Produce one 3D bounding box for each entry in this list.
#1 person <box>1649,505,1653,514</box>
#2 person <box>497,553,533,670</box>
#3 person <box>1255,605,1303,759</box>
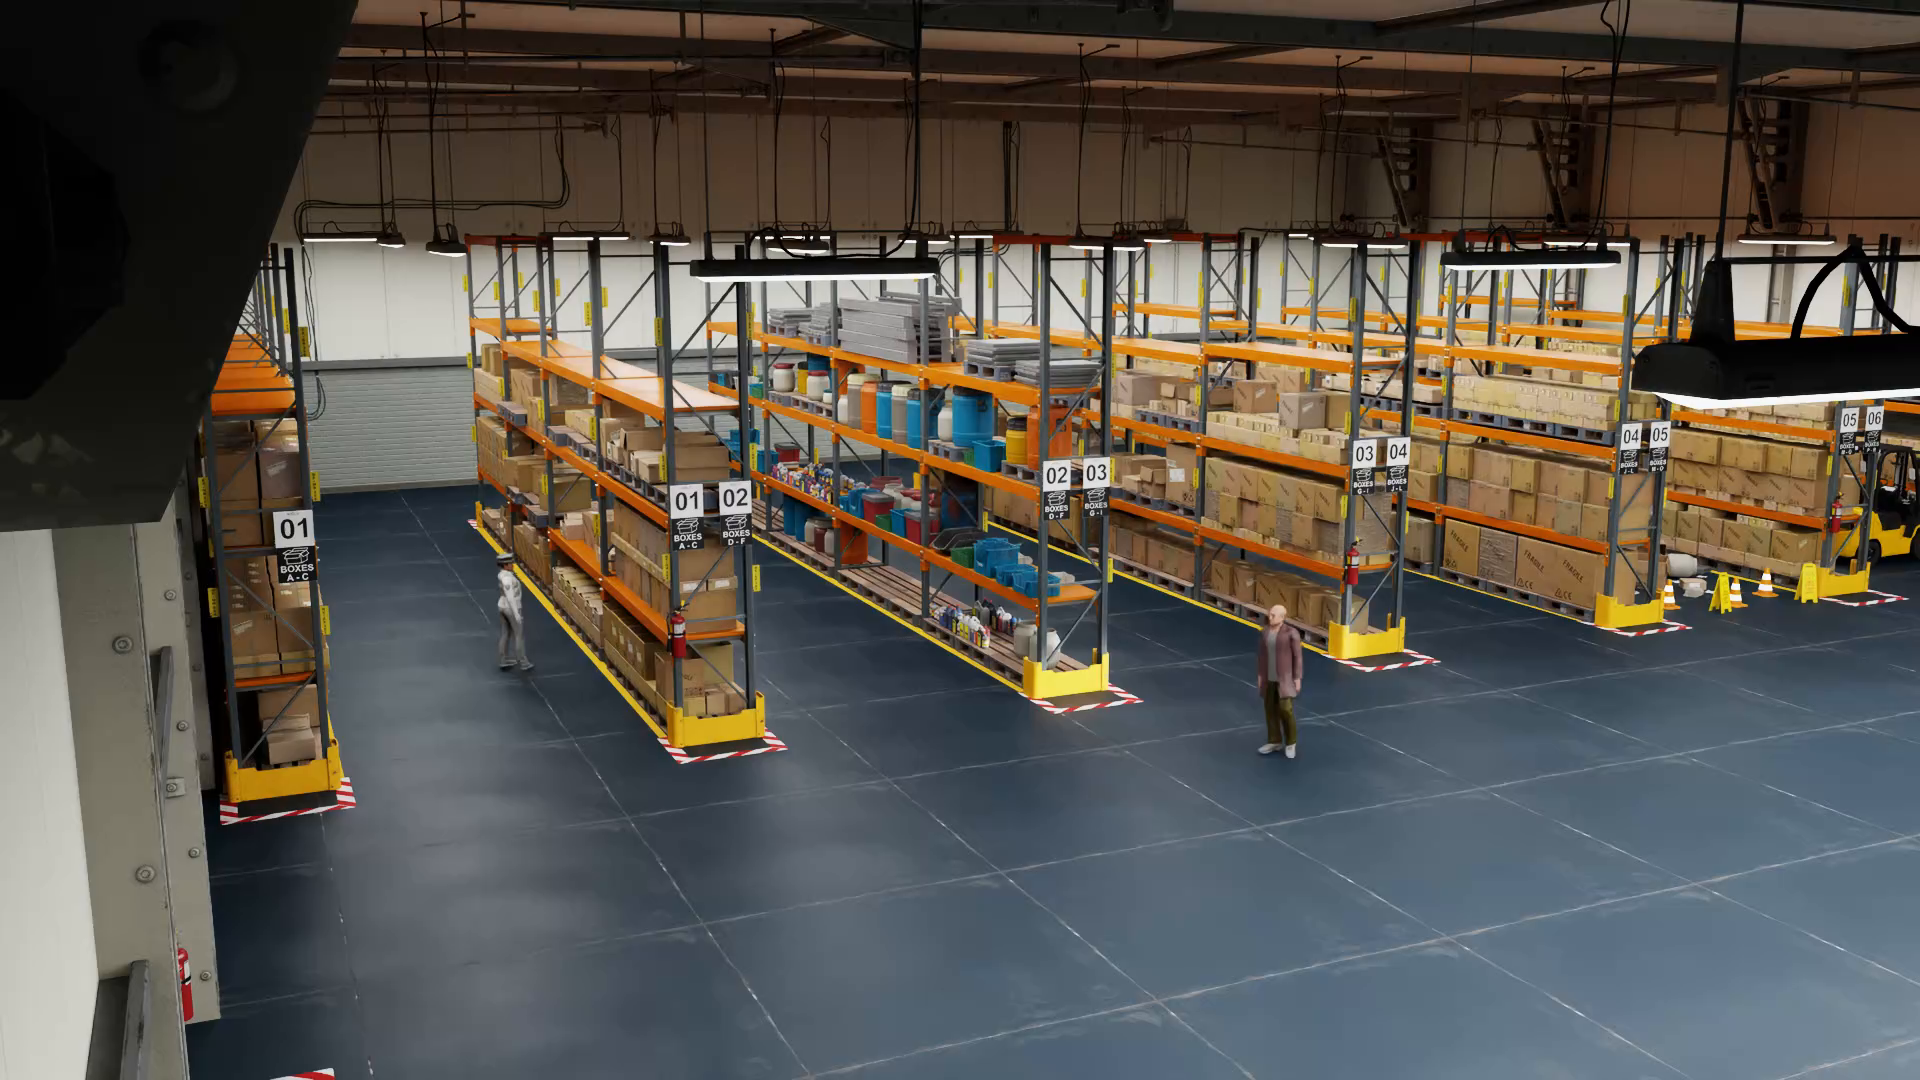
[{"bbox_3d":[14.921,-1.425,35.810,0.522,1.795,0.620,1,11,8],"label":"person"},{"bbox_3d":[-6.320,1.005,23.543,0.415,1.663,0.544,-9,14,-40],"label":"person"},{"bbox_3d":[3.770,1.675,19.833,0.635,1.805,0.420,9,14,39],"label":"person"}]
